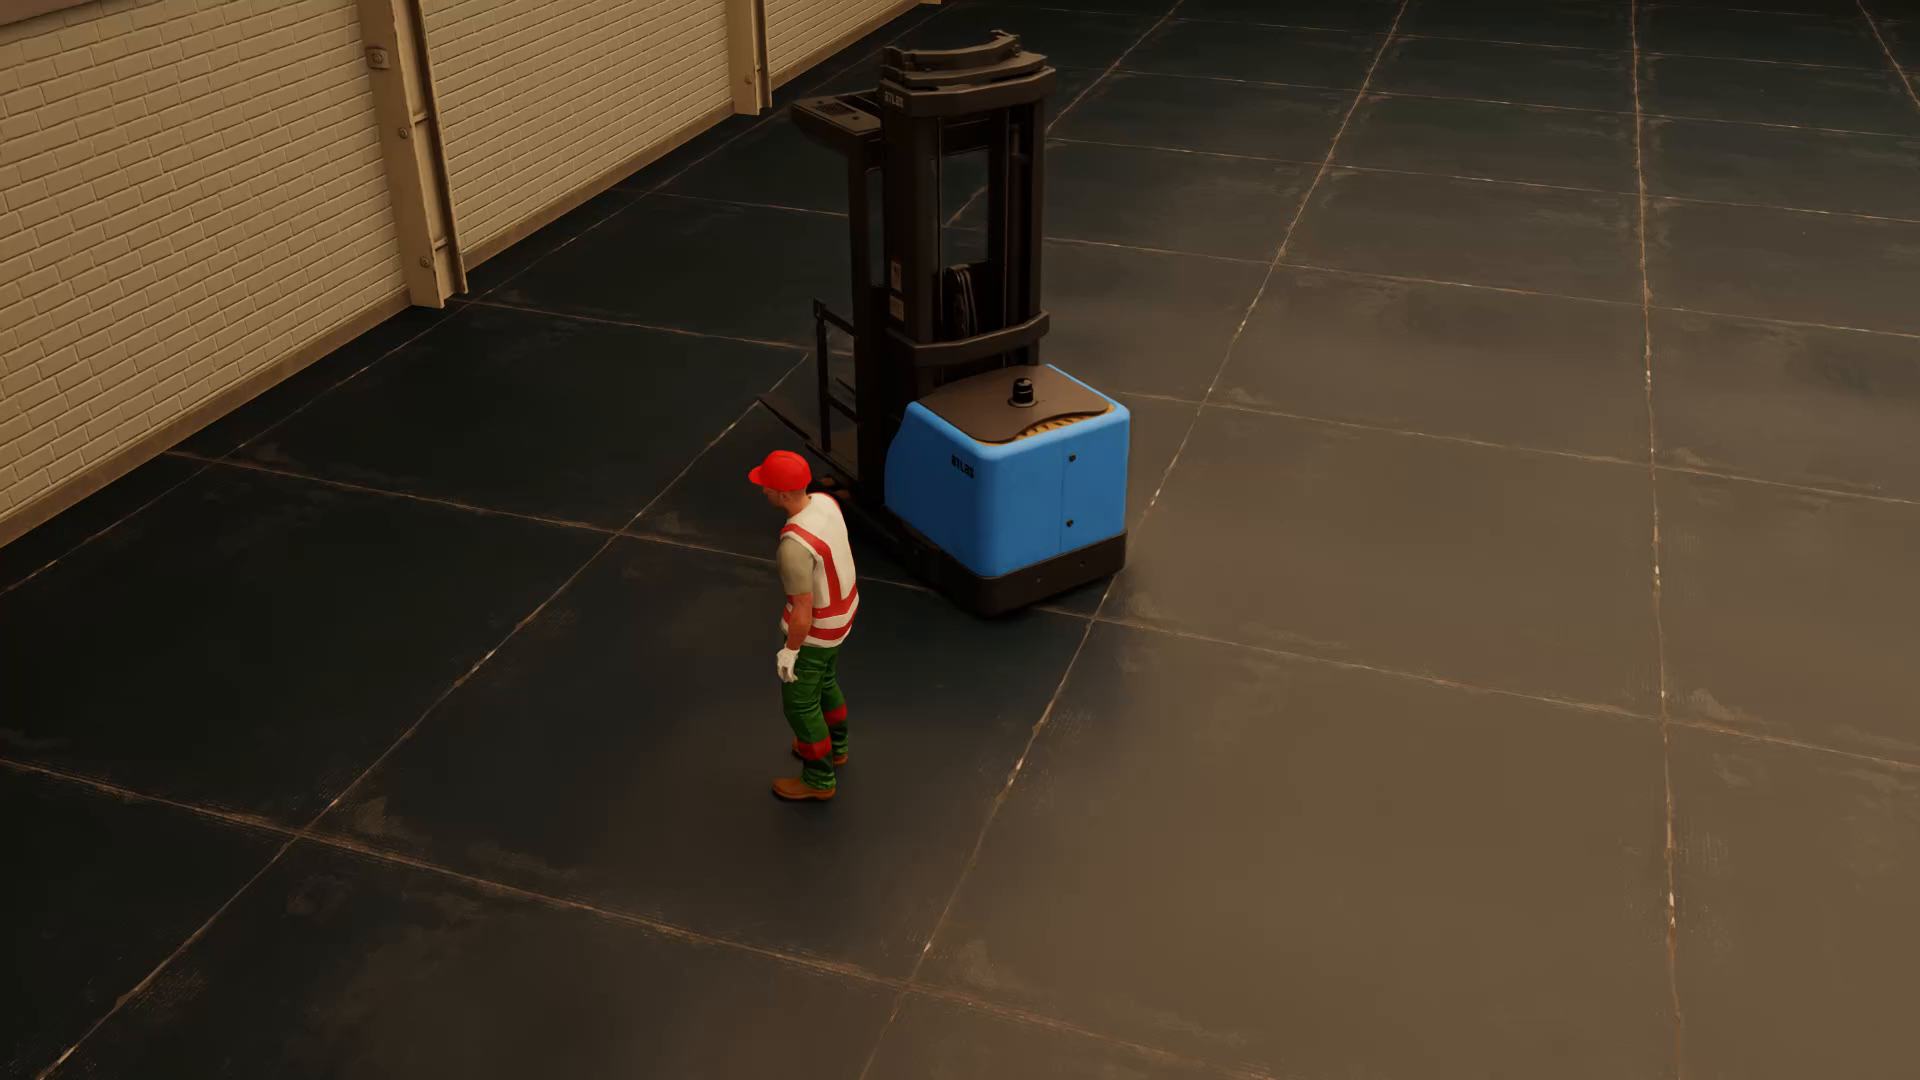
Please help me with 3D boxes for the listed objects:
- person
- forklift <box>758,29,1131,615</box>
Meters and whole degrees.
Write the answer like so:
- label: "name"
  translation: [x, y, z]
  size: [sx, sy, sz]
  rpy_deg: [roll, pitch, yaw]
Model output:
- label: "person"
  translation: [-0.699, 0.386, 7.627]
  size: [0.450, 1.777, 0.623]
  rpy_deg: [7, 30, 12]
- label: "forklift"
  translation: [-0.270, -1.540, 9.837]
  size: [1.130, 2.935, 3.031]
  rpy_deg: [-18, 34, -29]
